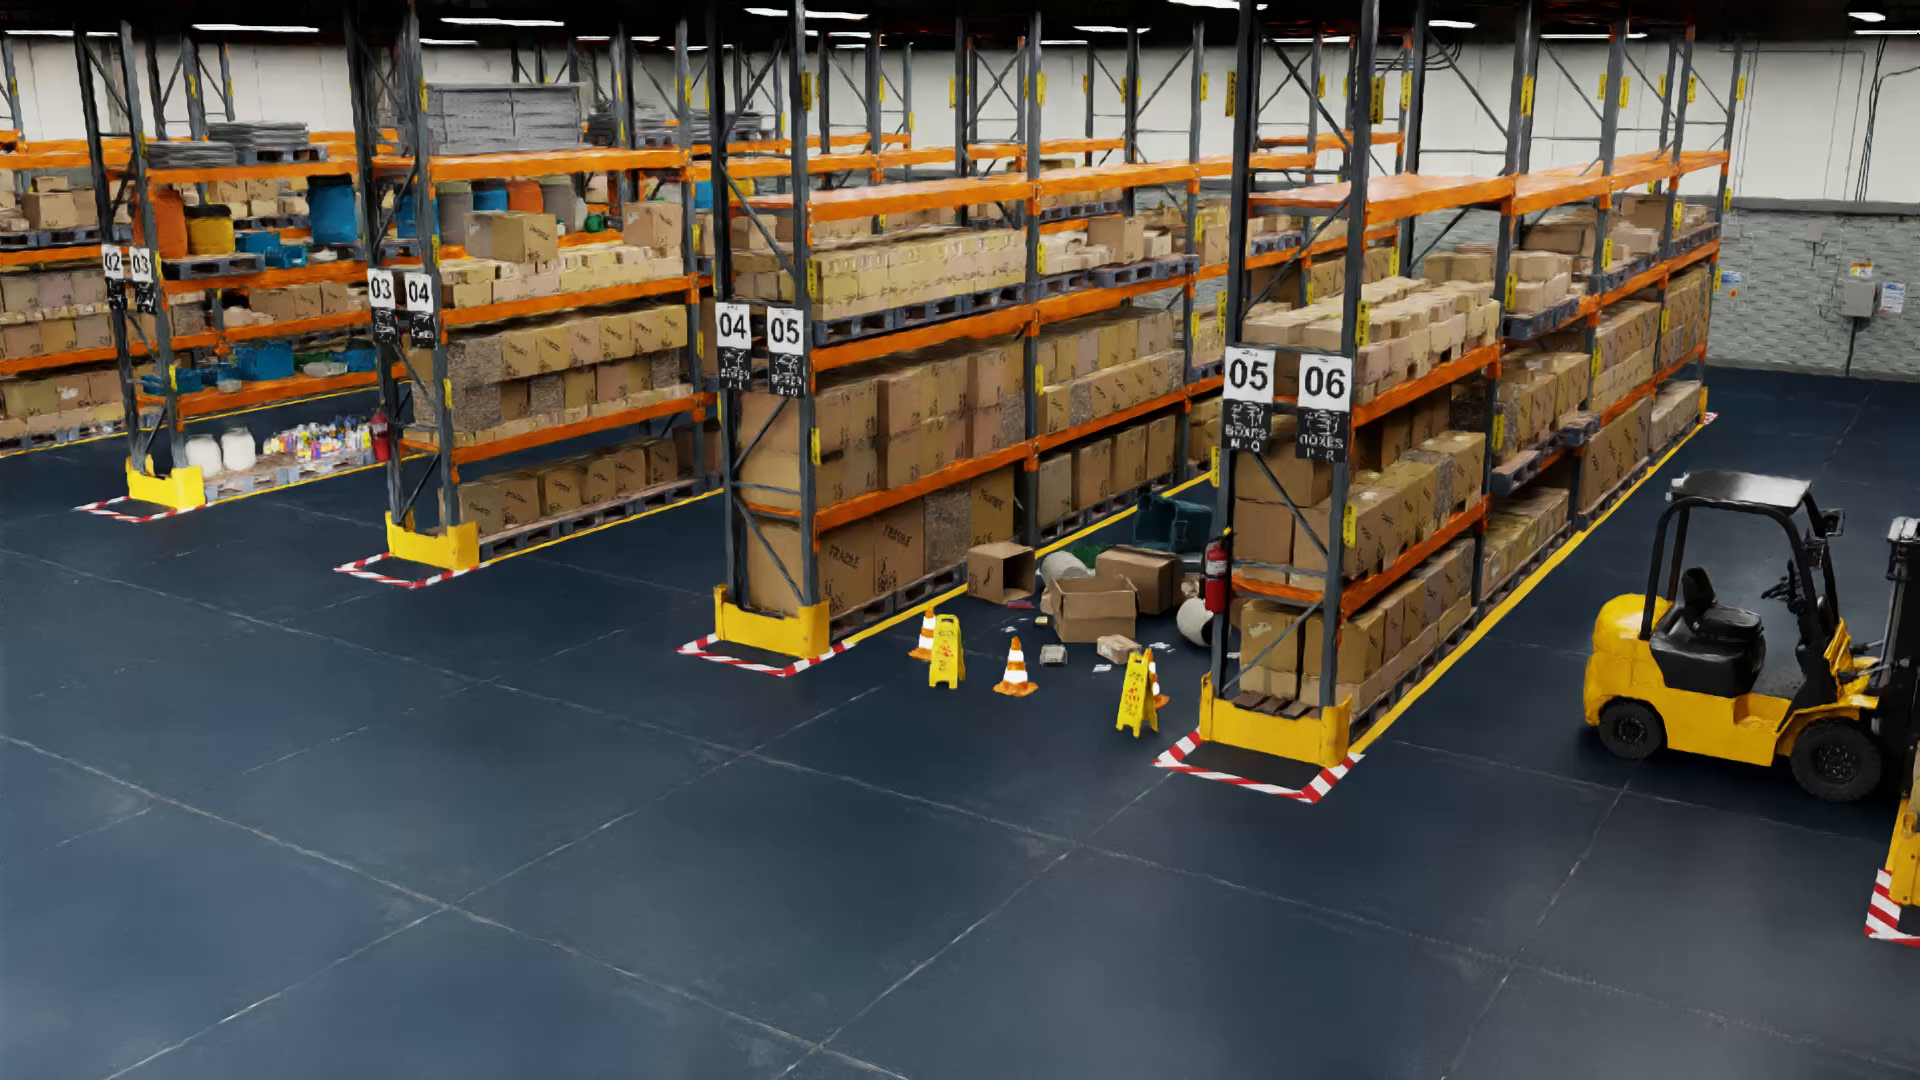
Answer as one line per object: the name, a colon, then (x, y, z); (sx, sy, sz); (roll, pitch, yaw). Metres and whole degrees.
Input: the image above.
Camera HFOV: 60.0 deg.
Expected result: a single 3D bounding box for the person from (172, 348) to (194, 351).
person: (-13.136, -3.323, 27.813); (0.578, 1.774, 0.499); (-8, 17, -26)
